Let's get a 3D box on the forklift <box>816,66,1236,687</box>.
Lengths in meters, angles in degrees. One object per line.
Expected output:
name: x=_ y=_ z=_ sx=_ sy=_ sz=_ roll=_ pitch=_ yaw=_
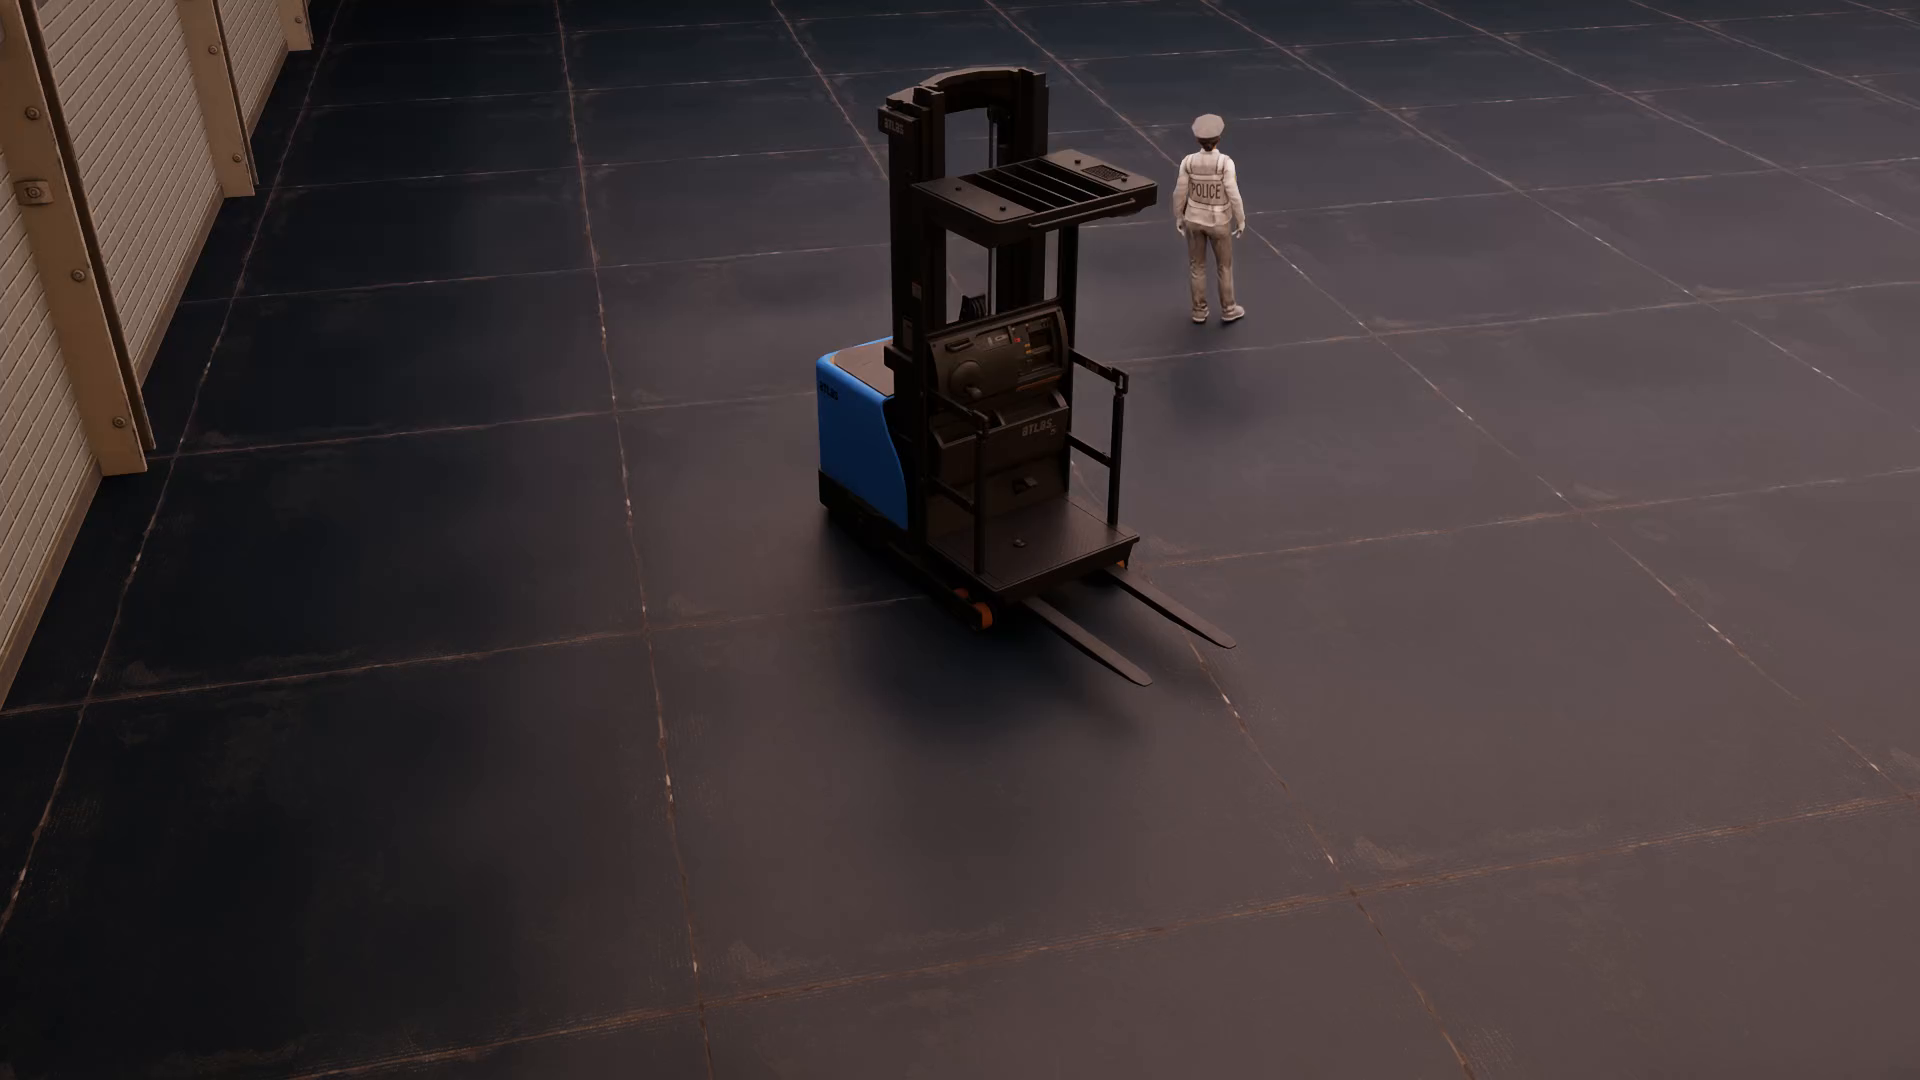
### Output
forklift: x=0.355 y=-1.021 z=9.338 sx=1.130 sy=2.935 sz=3.031 roll=-20 pitch=35 yaw=-30

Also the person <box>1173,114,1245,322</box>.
person: x=1.991 y=-2.550 z=13.199 sx=0.586 sy=1.695 sz=0.533 roll=13 pitch=32 yaw=21
